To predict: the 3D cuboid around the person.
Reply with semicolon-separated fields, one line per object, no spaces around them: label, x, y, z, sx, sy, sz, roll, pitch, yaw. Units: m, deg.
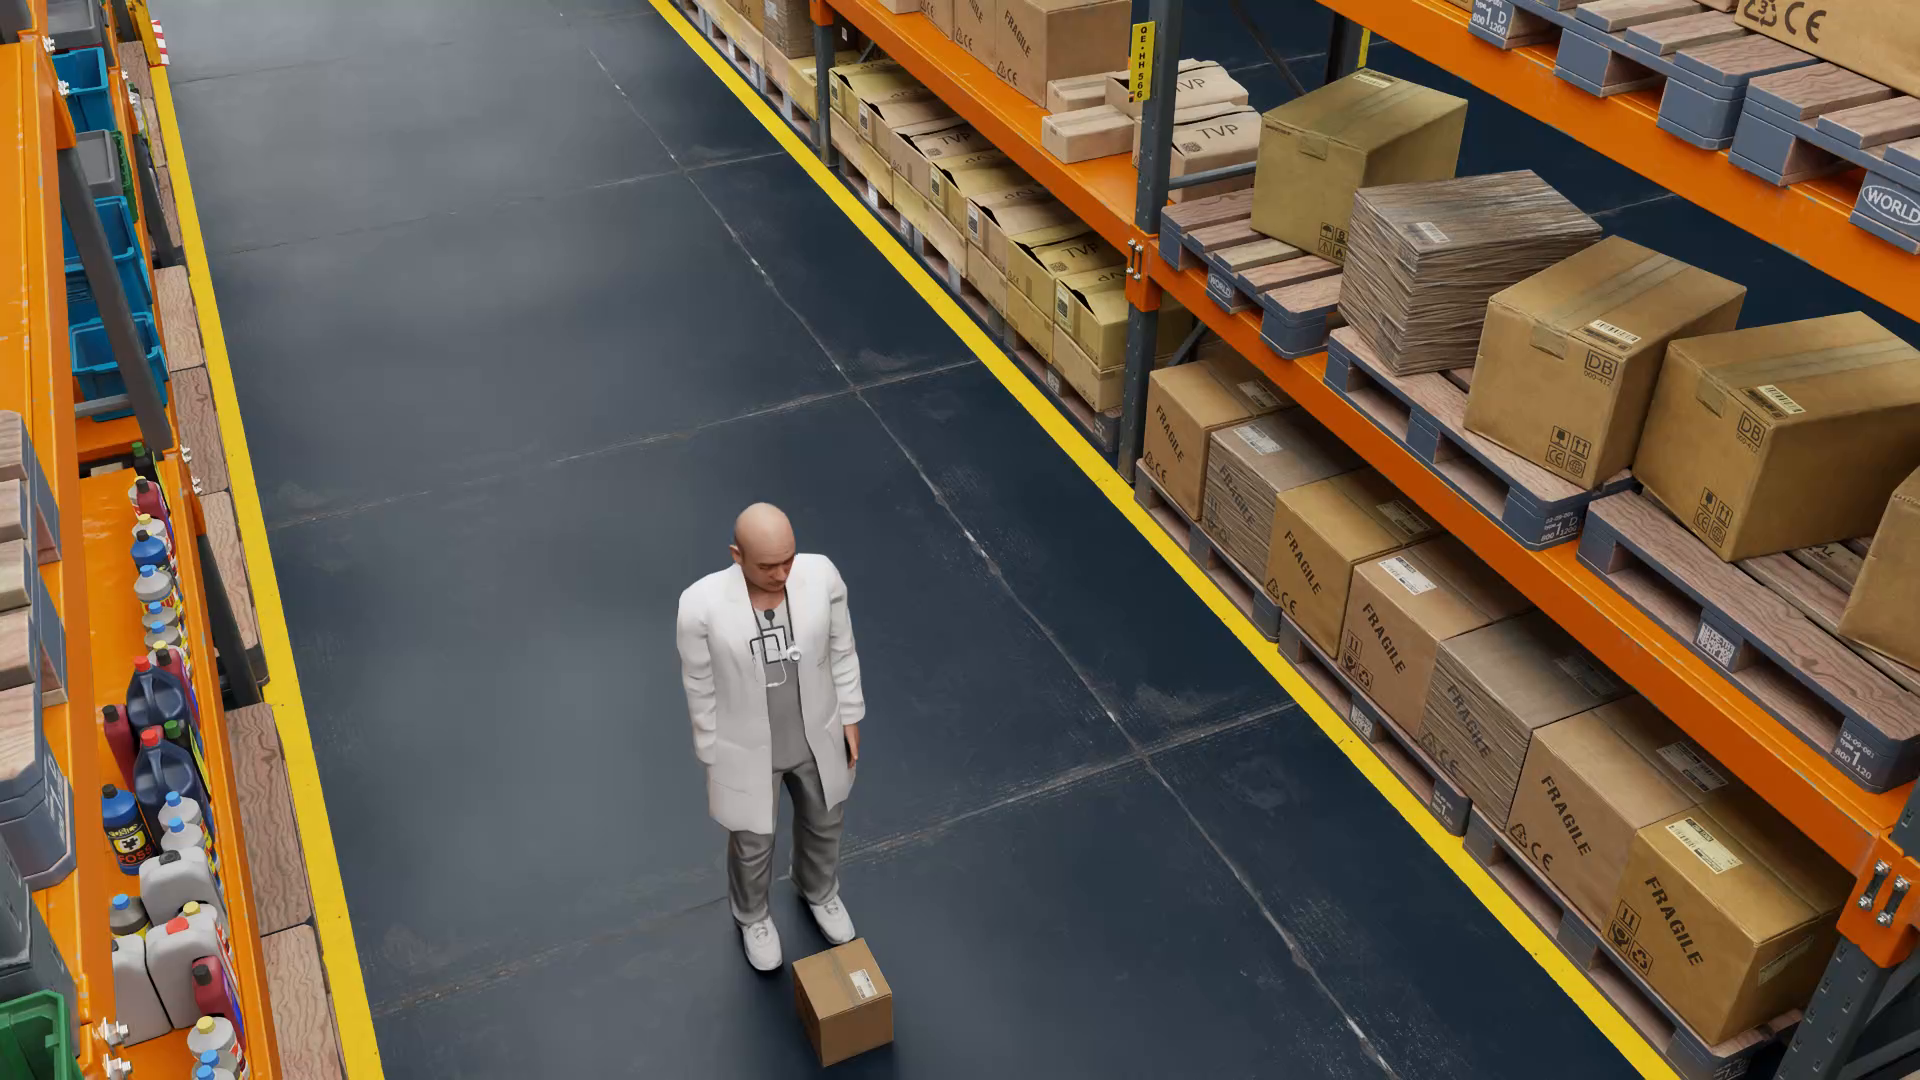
person;-0.566;0.637;5.316;0.562;1.774;0.391;-15;39;-19
